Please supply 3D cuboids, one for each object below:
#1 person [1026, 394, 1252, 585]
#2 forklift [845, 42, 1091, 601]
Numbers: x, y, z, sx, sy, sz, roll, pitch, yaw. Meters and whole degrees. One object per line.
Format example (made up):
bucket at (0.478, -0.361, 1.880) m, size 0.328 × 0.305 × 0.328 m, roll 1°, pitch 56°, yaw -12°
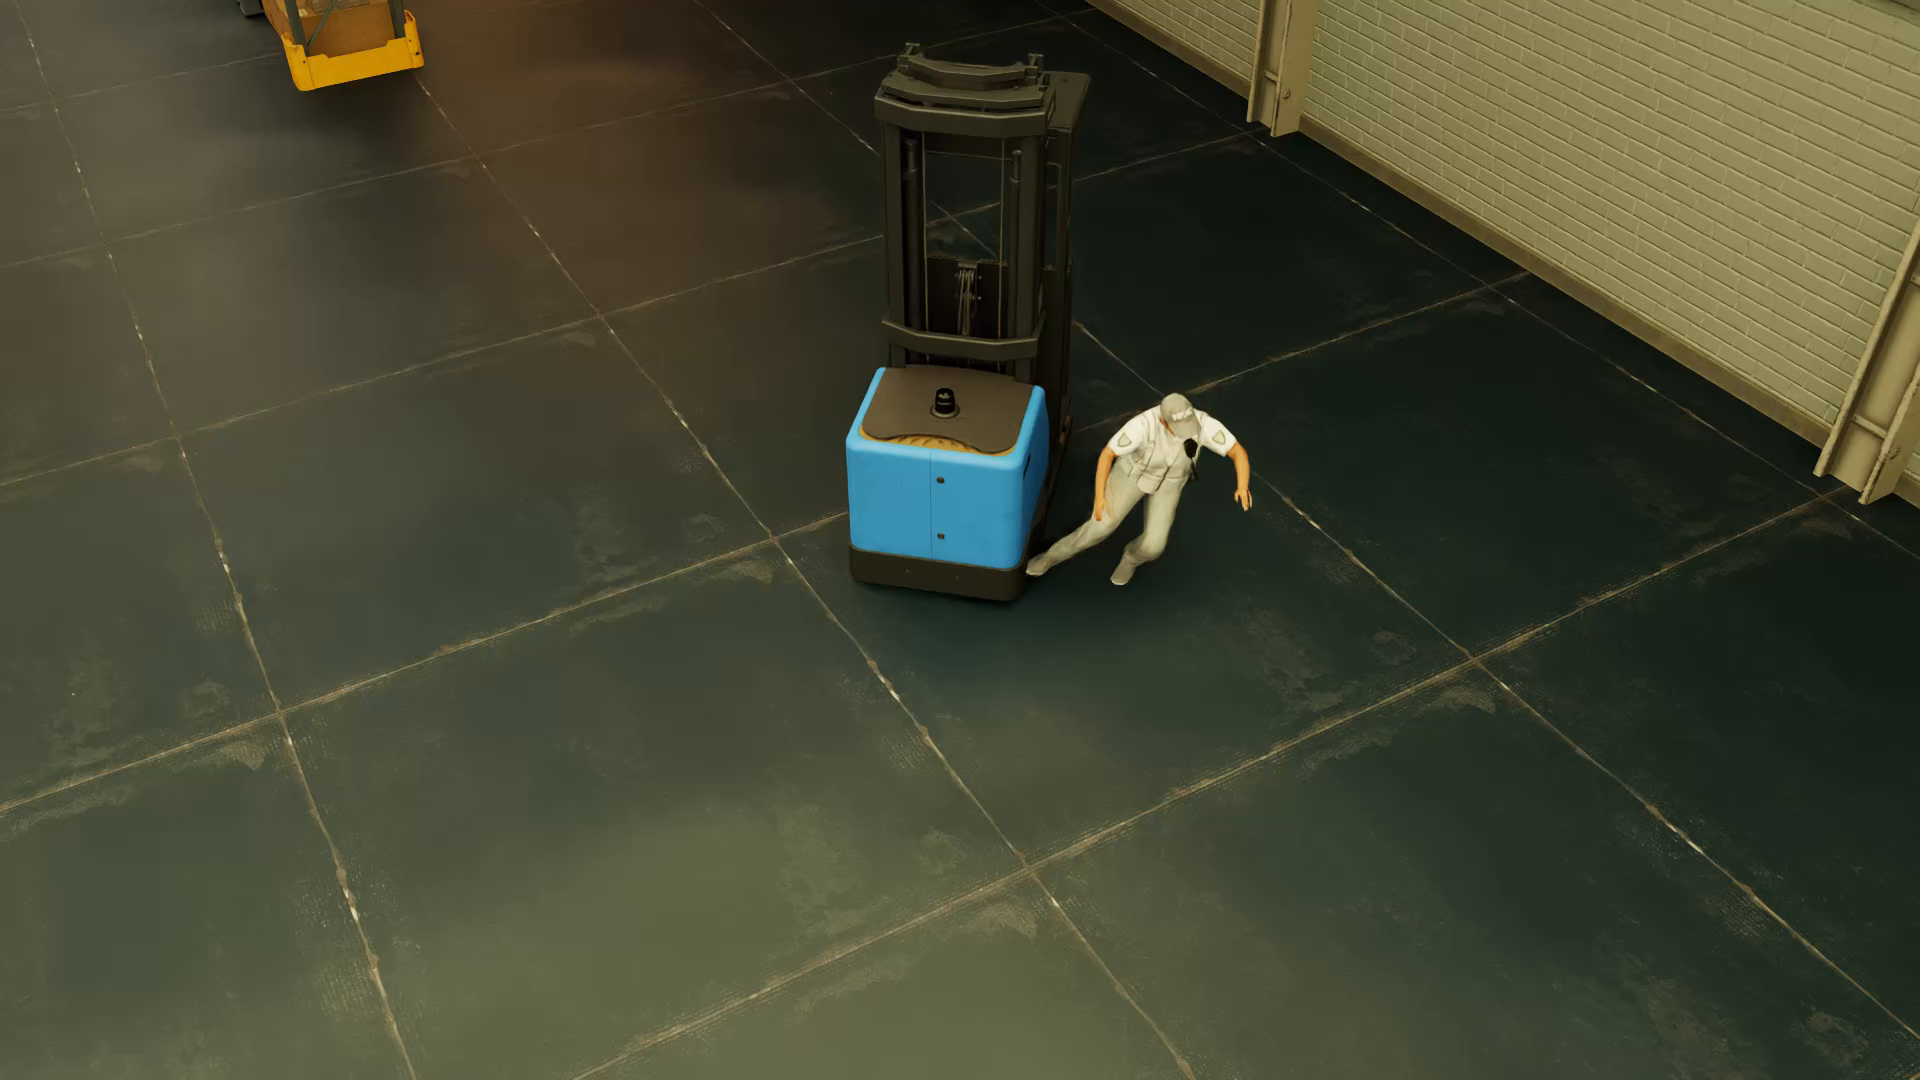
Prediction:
person at (0.993, -0.236, 9.529) m, size 1.224 × 1.431 × 0.891 m, roll -2°, pitch 40°, yaw -2°
forklift at (0.146, -1.715, 10.104) m, size 1.130 × 2.935 × 3.031 m, roll 8°, pitch 40°, yaw 9°
